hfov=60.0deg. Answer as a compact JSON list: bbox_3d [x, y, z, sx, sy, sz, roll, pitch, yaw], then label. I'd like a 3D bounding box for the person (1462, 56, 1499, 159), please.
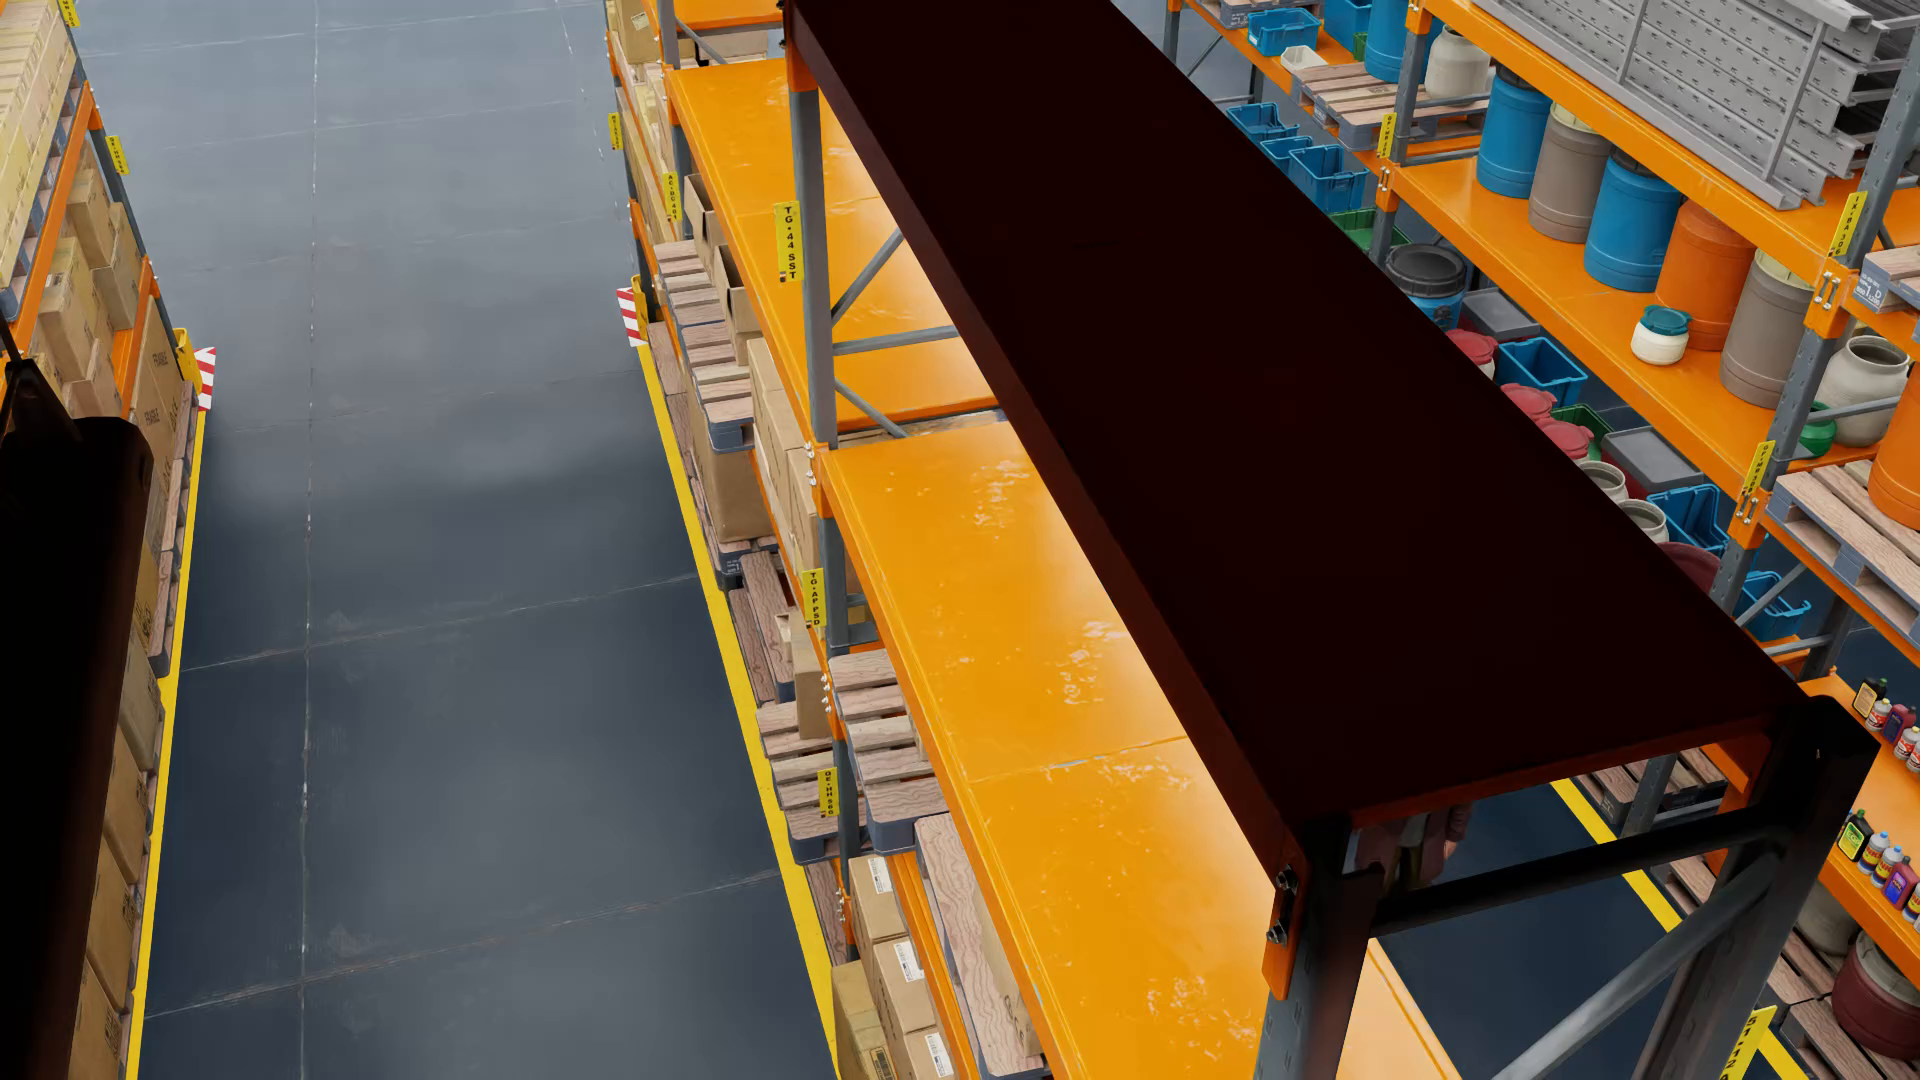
[{"bbox_3d":[5.289,-4.273,16.926,0.435,1.585,0.695,25,45,28],"label":"person"}]

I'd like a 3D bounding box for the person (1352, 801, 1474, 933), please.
[{"bbox_3d":[2.458,1.579,9.114,0.607,1.774,0.502,0,38,0],"label":"person"}]
